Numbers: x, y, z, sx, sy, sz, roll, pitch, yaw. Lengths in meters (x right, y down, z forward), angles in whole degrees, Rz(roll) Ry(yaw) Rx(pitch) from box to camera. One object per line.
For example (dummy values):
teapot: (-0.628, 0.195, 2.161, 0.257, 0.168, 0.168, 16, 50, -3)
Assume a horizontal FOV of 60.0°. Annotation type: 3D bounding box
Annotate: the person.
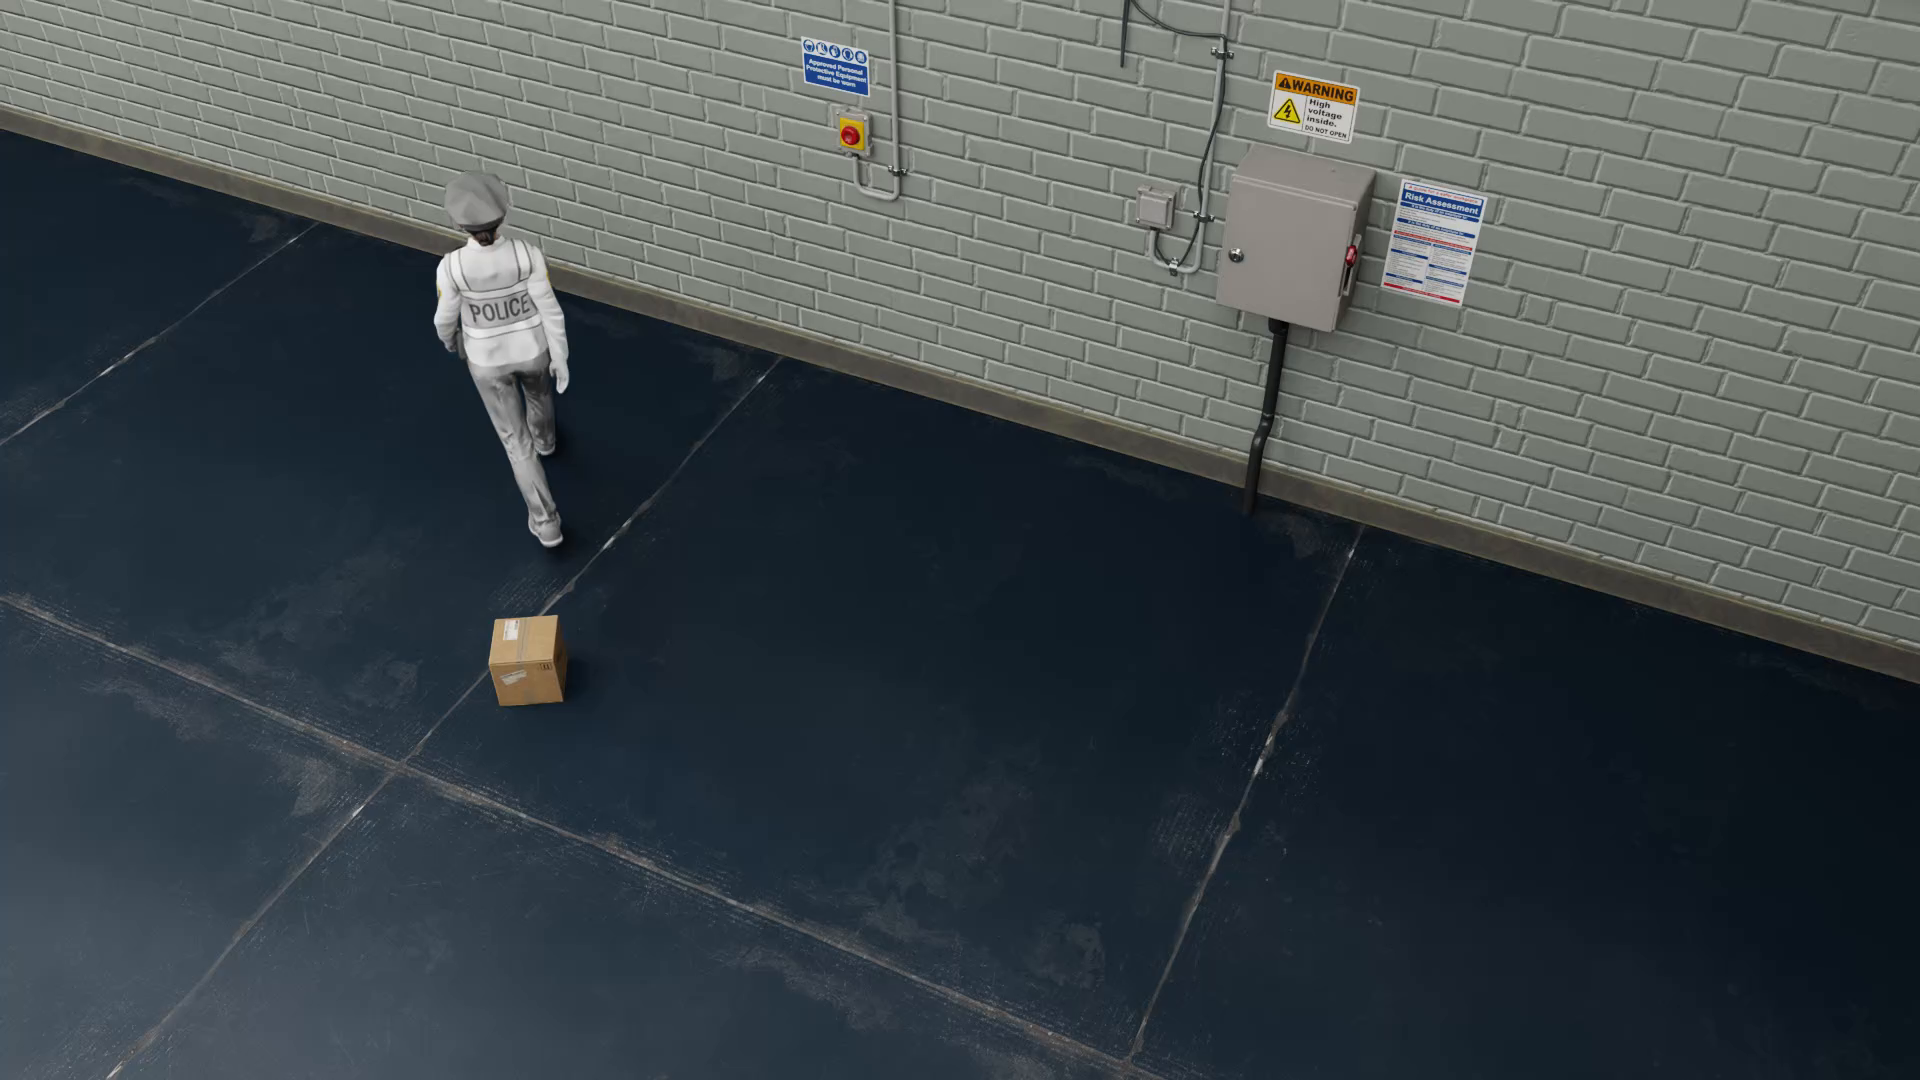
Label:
person: (-1.946, -0.829, 7.067, 0.502, 1.594, 0.971, -18, 45, -19)
